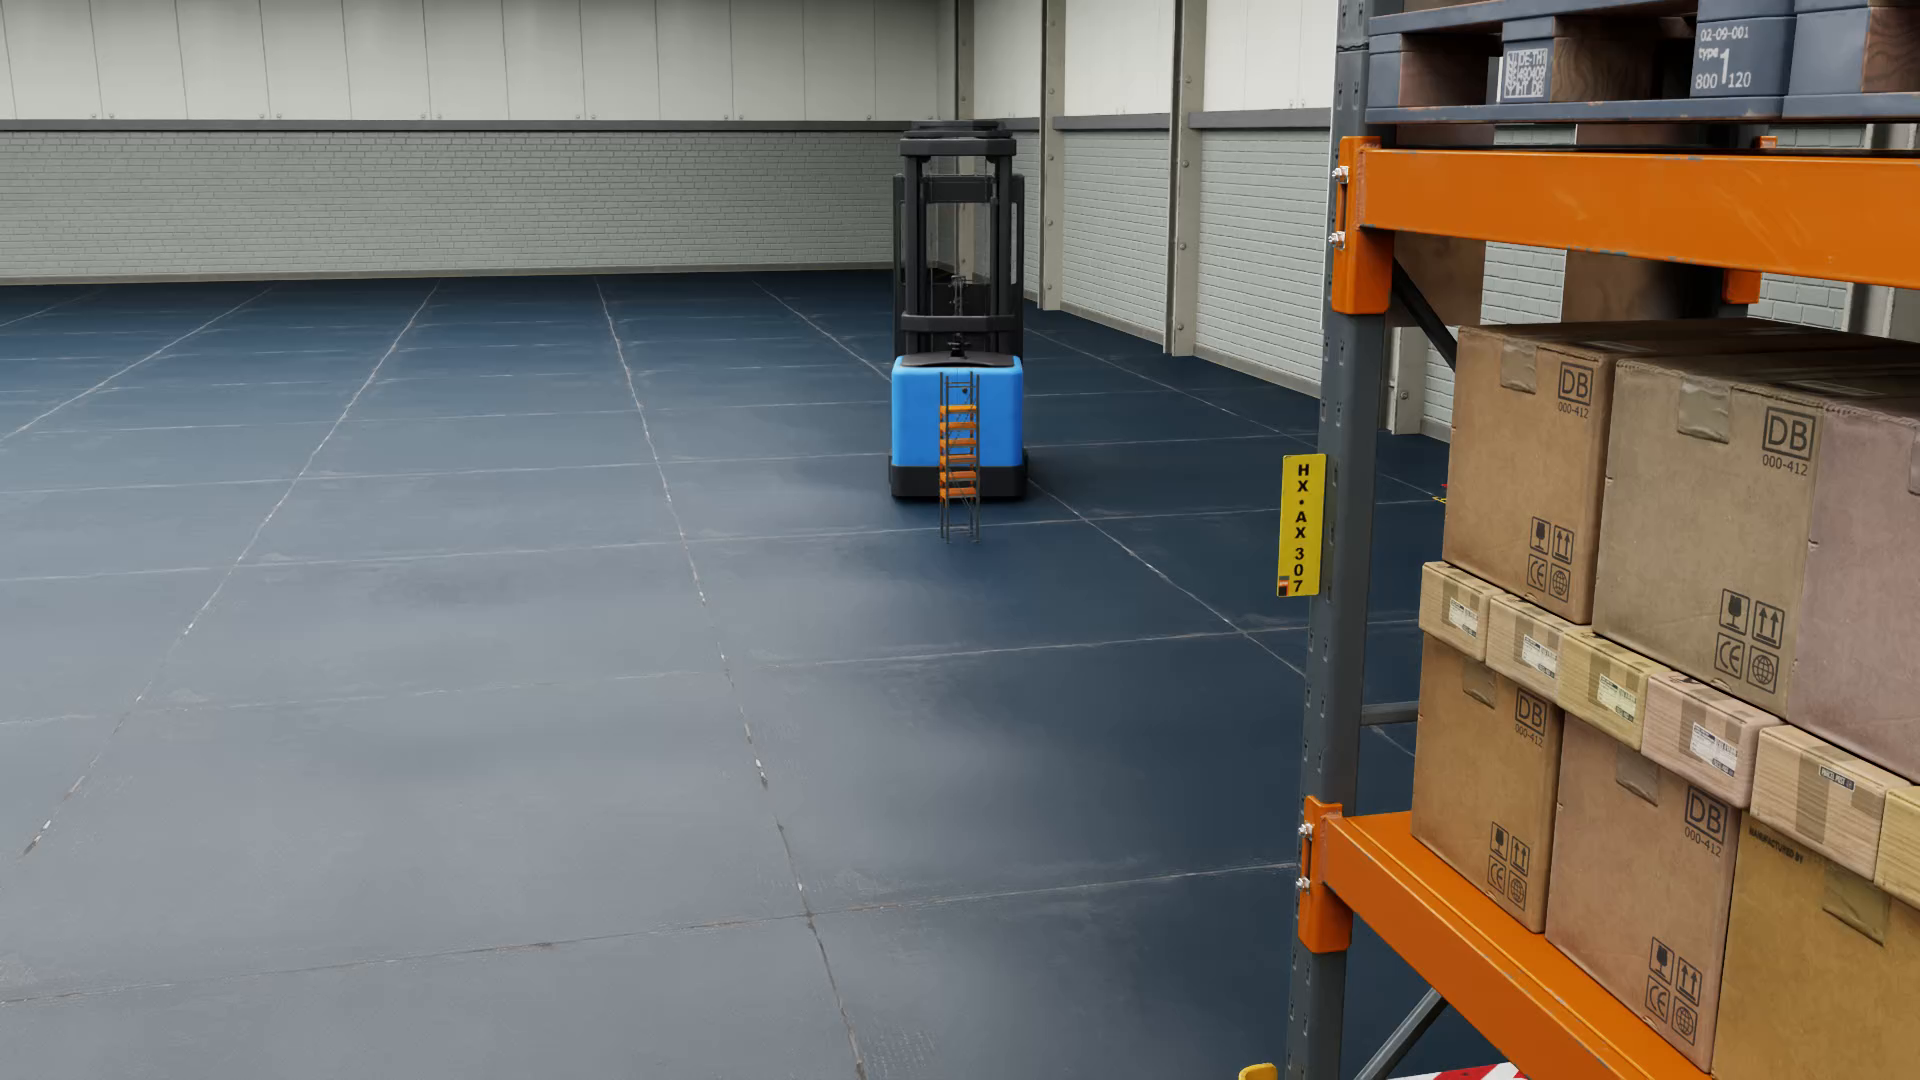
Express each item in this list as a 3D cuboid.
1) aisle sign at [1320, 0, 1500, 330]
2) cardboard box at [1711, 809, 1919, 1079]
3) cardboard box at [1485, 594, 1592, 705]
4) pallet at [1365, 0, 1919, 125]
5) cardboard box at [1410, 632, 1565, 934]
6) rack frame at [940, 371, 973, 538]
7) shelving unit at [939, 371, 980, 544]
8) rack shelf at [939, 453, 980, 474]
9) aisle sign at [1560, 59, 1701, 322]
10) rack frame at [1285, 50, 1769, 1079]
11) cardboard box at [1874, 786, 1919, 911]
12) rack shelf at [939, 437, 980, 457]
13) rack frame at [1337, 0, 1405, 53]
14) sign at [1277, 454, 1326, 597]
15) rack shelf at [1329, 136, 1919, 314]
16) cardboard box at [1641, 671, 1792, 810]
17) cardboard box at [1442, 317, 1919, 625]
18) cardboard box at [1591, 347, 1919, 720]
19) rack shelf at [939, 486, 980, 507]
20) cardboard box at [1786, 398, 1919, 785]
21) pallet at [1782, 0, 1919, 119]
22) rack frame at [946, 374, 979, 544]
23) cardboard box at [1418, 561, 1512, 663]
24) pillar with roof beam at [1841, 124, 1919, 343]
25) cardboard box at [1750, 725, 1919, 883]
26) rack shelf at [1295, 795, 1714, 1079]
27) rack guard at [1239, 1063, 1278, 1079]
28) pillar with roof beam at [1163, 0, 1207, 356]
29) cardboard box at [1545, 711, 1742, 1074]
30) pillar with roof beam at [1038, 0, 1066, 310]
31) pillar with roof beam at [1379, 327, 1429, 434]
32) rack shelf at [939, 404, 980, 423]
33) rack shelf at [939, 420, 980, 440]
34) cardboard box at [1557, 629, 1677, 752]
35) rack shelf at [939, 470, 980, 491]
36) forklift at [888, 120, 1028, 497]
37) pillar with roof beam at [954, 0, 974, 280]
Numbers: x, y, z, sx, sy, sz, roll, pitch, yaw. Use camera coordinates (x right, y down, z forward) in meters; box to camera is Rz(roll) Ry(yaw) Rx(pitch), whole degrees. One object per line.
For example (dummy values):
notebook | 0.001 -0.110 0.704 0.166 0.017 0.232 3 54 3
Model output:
aisle sign | 0.997 -0.863 3.663 0.394 0.787 0.004 -3 14 -13
cardboard box | 1.646 0.693 2.558 0.700 0.500 0.500 -3 14 -13
cardboard box | 1.257 0.197 3.222 0.380 0.149 0.250 -4 14 -15
pallet | 1.451 -0.852 2.960 1.003 0.211 1.213 -3 14 -13
cardboard box | 1.407 0.458 3.523 0.700 0.500 0.500 -3 14 -13
rack frame | -0.025 -0.607 11.885 0.240 1.200 0.006 -3 14 -13
shelving unit | -0.003 -0.586 11.798 0.258 1.200 0.189 -3 14 -13
rack shelf | -0.003 -0.543 11.809 0.258 0.103 0.180 -3 14 -13
aisle sign | 1.580 -0.897 3.800 0.394 0.787 0.004 -3 14 -13
rack frame | 1.310 0.398 3.979 1.000 3.000 0.127 -3 14 -13
cardboard box | 1.497 0.434 2.255 0.380 0.149 0.250 -3 14 -14
rack shelf | -0.003 -0.660 11.780 0.258 0.103 0.180 -3 14 -13
rack frame | 1.310 -2.517 3.267 1.000 3.000 0.127 -3 14 -13
sign | 0.769 -0.032 3.746 0.100 0.325 0.005 -3 14 -13
rack shelf | 1.779 -0.249 1.820 1.077 0.370 4.000 -3 14 -13
cardboard box | 1.372 0.313 2.747 0.380 0.149 0.250 -4 14 -14
cardboard box | 1.419 -0.160 3.319 0.700 0.500 0.500 -3 14 -13
cardboard box | 1.548 -0.039 2.824 0.700 0.500 0.500 -4 14 -15
rack shelf | -0.003 -0.310 11.866 0.258 0.103 0.180 -3 14 -13
cardboard box | 1.667 0.077 2.348 0.700 0.500 0.500 -3 14 -13
pallet | 1.741 -0.570 1.806 1.003 0.211 1.213 -3 14 -13
rack frame | 0.018 -0.565 11.712 0.240 1.200 0.006 -3 14 -13
cardboard box | 1.193 0.137 3.471 0.380 0.149 0.250 -3 14 -14
pillar with roof beam | 1.535 -3.825 8.620 9.100 9.000 0.400 -3 14 -13
cardboard box | 1.437 0.375 2.496 0.380 0.149 0.250 -4 14 -15
rack shelf | 1.779 1.209 2.176 1.077 0.370 4.000 -3 14 -13
rack guard | 1.304 1.606 4.298 1.175 0.500 0.348 -3 14 -13
pillar with roof beam | -1.283 -6.593 19.952 9.100 9.000 0.400 -3 14 -13
cardboard box | 1.535 0.578 3.029 0.700 0.500 0.500 -3 14 -12
pillar with roof beam | -2.692 -7.977 25.617 9.100 9.000 0.400 -3 14 -13
pillar with roof beam | 0.126 -5.209 14.286 9.100 9.000 0.400 -3 14 -13
rack shelf | -0.003 -0.893 11.723 0.258 0.103 0.180 -3 14 -13
rack shelf | -0.003 -0.776 11.752 0.258 0.103 0.180 -3 14 -13
cardboard box | 1.314 0.255 2.986 0.380 0.149 0.250 -3 14 -13
rack shelf | -0.003 -0.426 11.837 0.258 0.103 0.180 -3 14 -13
forklift | -0.009 -2.054 14.159 1.130 2.935 3.031 0 14 0
pillar with roof beam | -4.101 -9.361 31.283 9.100 9.000 0.400 -3 14 -13
